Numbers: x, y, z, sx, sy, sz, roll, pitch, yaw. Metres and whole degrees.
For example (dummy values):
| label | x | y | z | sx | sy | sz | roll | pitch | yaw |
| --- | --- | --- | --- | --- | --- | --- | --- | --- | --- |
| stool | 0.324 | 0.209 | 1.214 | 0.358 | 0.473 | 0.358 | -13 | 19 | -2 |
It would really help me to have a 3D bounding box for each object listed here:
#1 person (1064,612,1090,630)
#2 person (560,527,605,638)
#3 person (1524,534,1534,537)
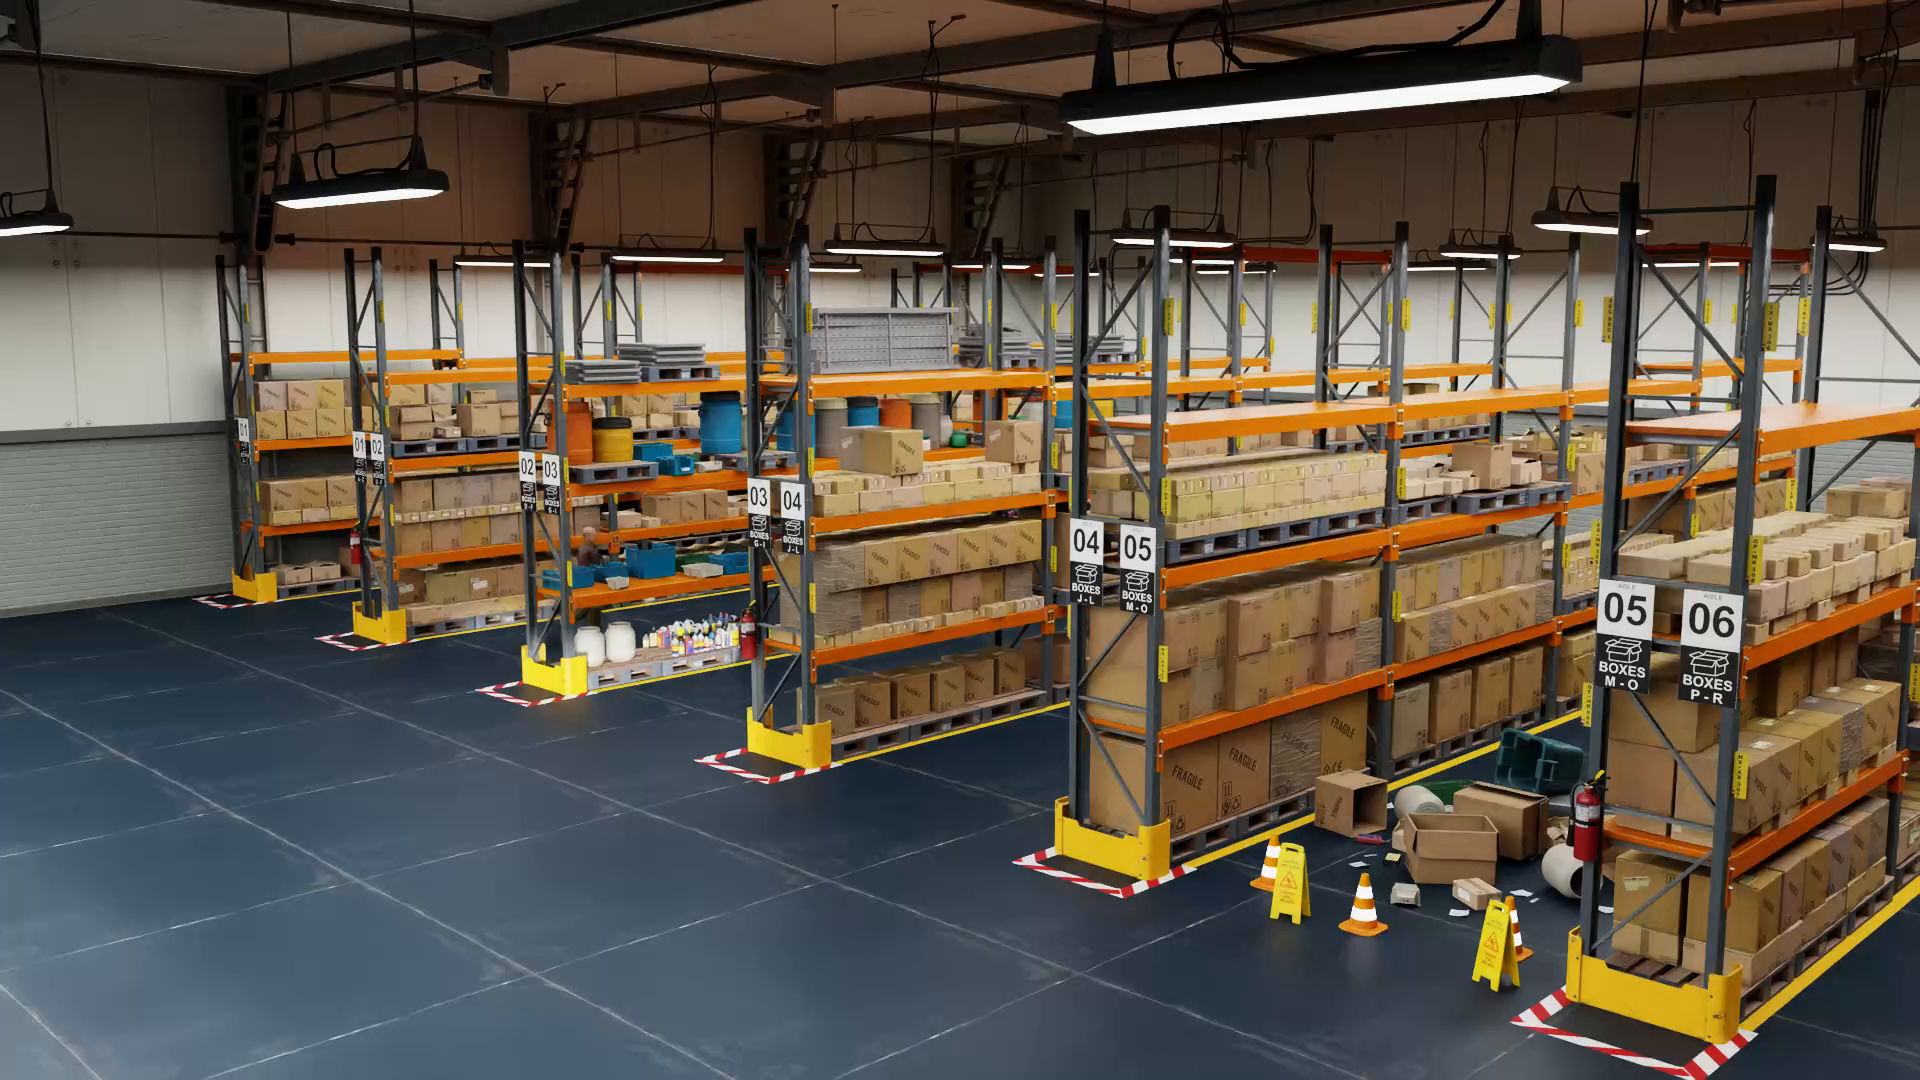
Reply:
| label | x | y | z | sx | sy | sz | roll | pitch | yaw |
| --- | --- | --- | --- | --- | --- | --- | --- | --- | --- |
| person | 1.784 | 0.501 | 25.073 | 0.392 | 1.673 | 0.488 | 1 | 8 | 9 |
| person | -5.762 | 0.664 | 25.559 | 0.779 | 1.765 | 0.582 | -2 | 8 | -12 |
| person | 9.014 | 0.671 | 26.270 | 0.783 | 1.559 | 0.461 | -8 | 11 | -43 |
